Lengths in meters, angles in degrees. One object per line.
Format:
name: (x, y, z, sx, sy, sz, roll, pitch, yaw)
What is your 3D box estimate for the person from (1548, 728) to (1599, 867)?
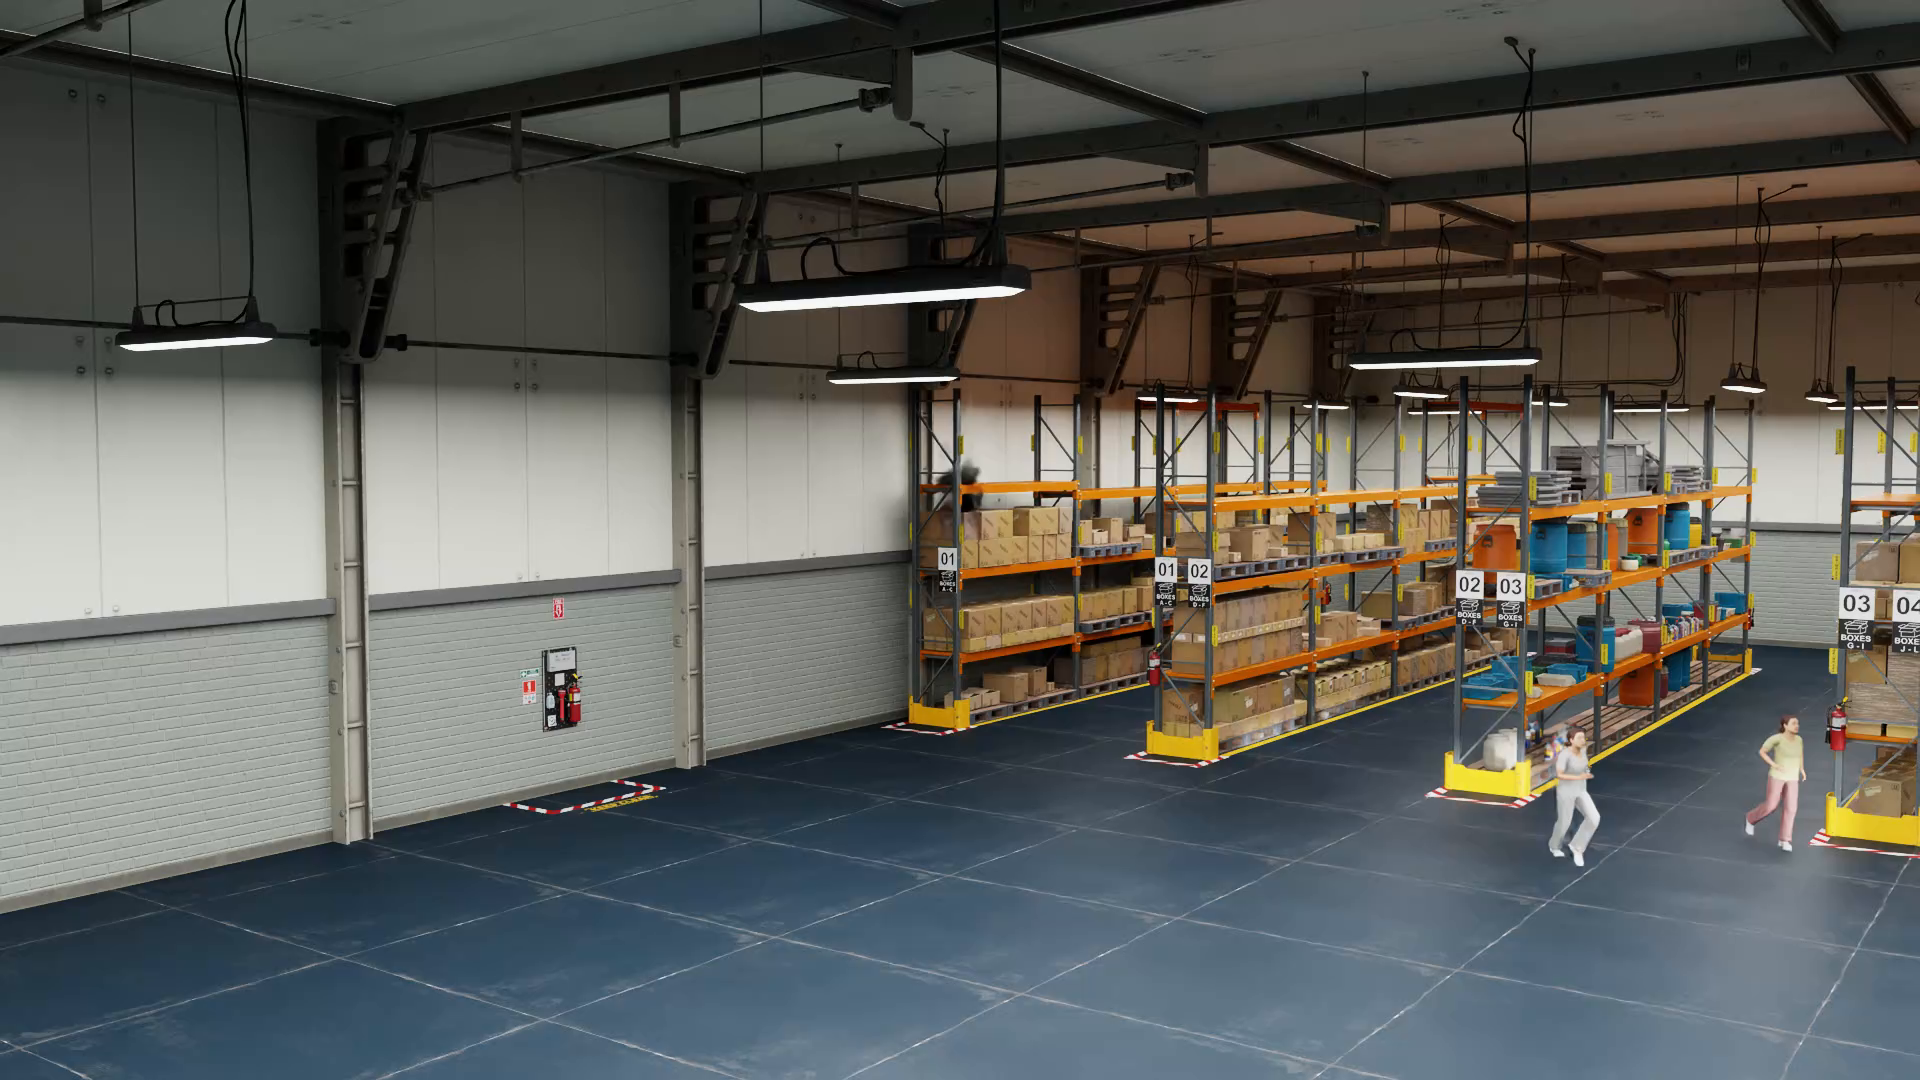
person: (7.290, 3.037, 19.796, 0.590, 1.655, 0.797, -1, 3, -20)

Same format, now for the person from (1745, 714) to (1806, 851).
person: (10.314, 2.992, 20.771, 0.636, 1.617, 0.931, 0, 3, -4)
